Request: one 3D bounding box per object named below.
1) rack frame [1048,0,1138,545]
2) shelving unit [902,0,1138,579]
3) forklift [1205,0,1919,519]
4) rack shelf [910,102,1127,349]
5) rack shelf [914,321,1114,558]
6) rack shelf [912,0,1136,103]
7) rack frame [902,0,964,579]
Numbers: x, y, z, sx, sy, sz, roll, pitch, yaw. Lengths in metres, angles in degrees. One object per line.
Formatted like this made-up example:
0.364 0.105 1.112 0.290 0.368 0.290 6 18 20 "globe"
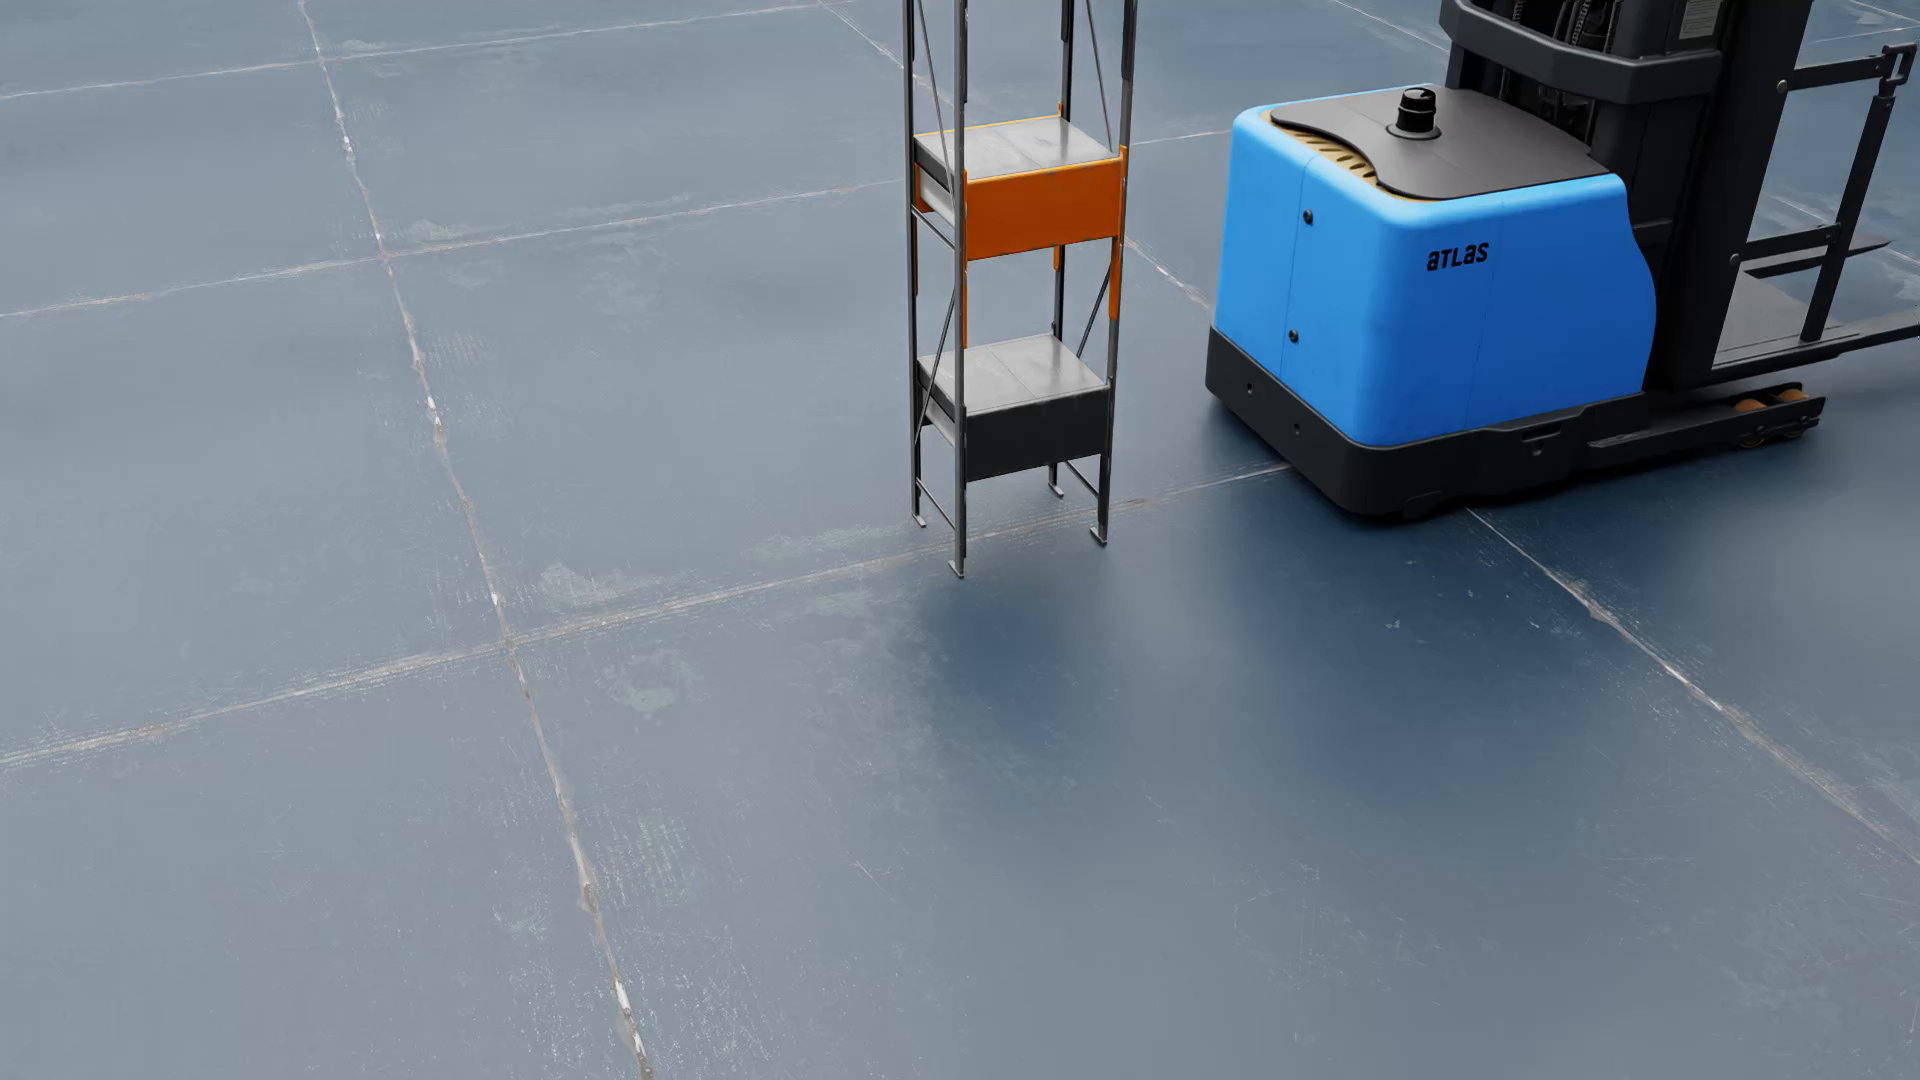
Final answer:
0.378 -0.967 4.810 0.015 2.100 0.400 -13 35 -19 "rack frame"
0.153 -0.915 4.731 0.503 2.100 0.431 -13 35 -19 "shelving unit"
2.449 -1.800 5.330 3.031 2.935 1.130 -12 35 -18 "forklift"
0.153 -0.904 4.738 0.480 0.518 0.431 -13 35 -19 "rack shelf"
0.153 -0.317 5.120 0.480 0.518 0.431 -13 35 -19 "rack shelf"
0.153 -1.490 4.357 0.480 0.518 0.431 -13 35 -19 "rack shelf"
-0.072 -0.864 4.652 0.015 2.100 0.400 -13 35 -19 "rack frame"
